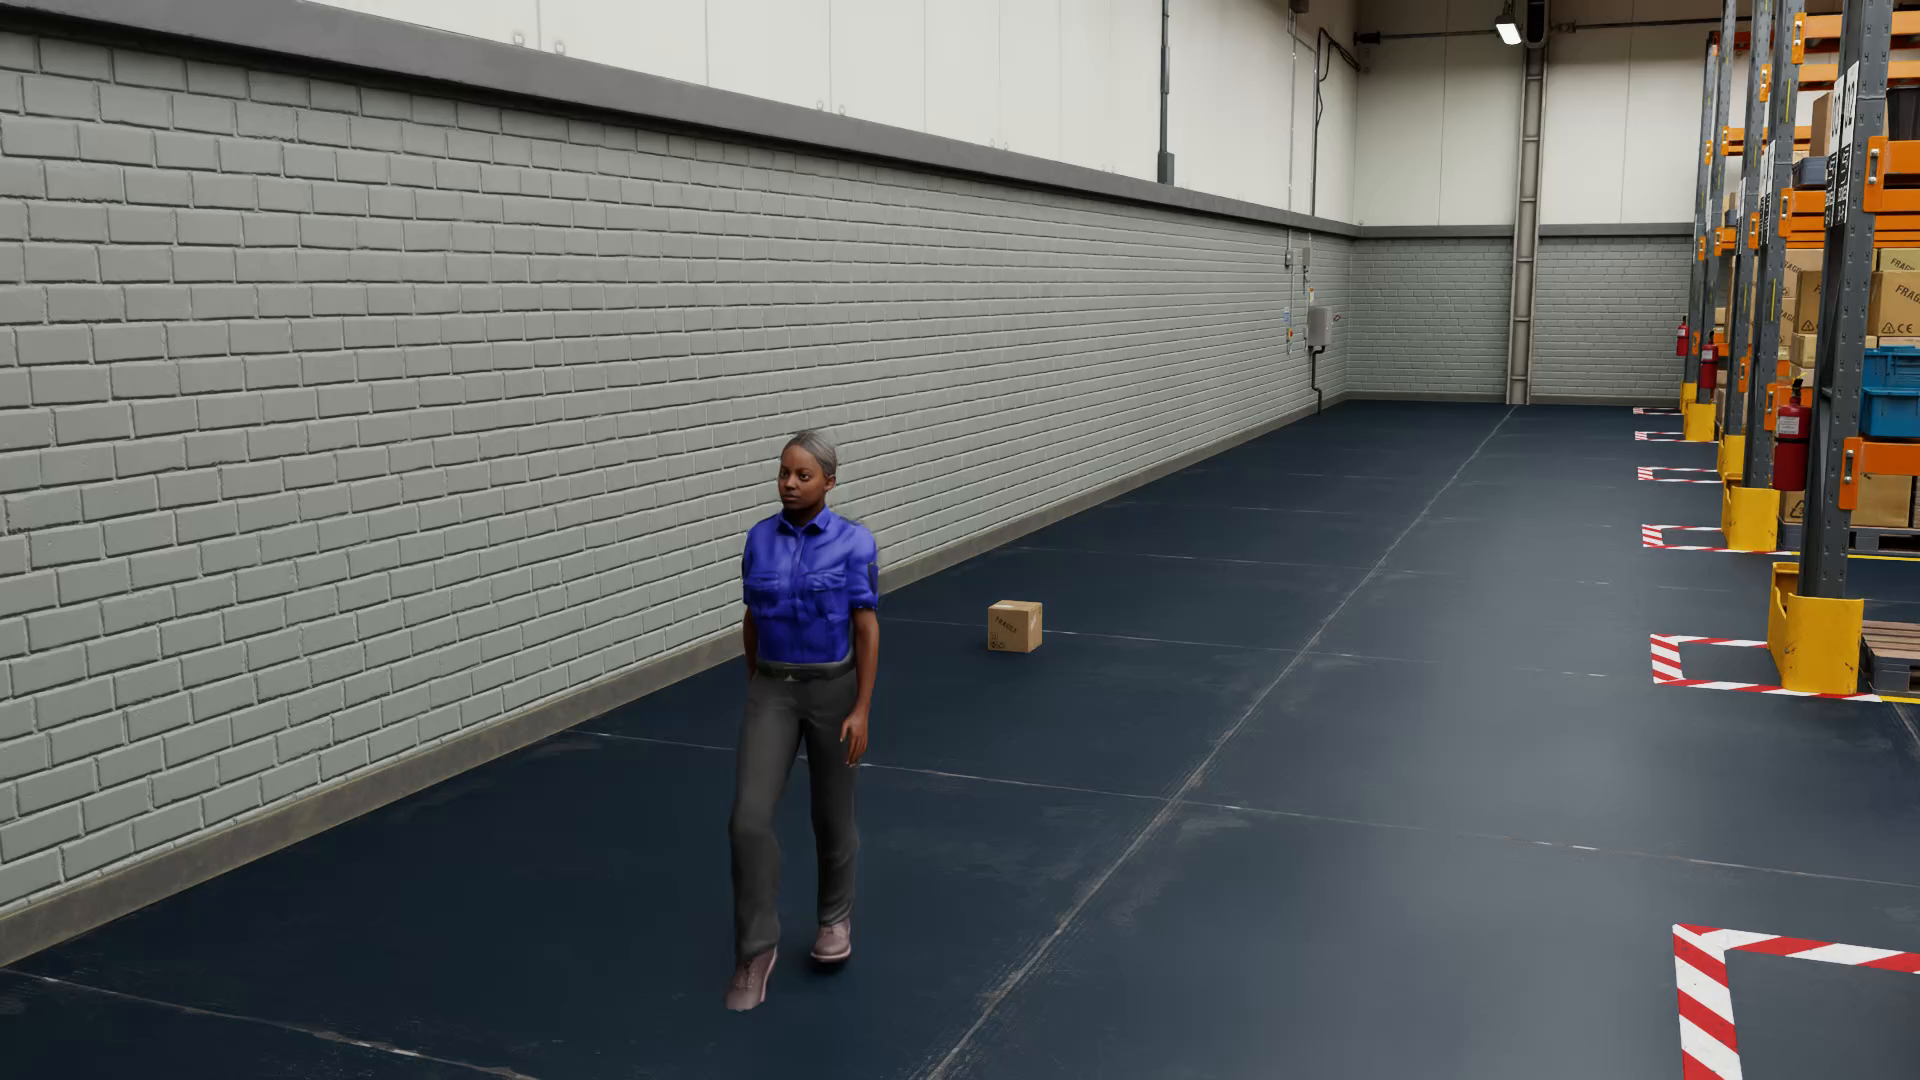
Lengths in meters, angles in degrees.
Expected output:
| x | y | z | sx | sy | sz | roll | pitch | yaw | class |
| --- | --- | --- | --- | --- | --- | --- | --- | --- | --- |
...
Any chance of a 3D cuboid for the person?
| x | y | z | sx | sy | sz | roll | pitch | yaw | class |
| --- | --- | --- | --- | --- | --- | --- | --- | --- | --- |
| -0.463 | 0.550 | 4.989 | 0.461 | 1.711 | 0.585 | 2 | 9 | 10 | person |
